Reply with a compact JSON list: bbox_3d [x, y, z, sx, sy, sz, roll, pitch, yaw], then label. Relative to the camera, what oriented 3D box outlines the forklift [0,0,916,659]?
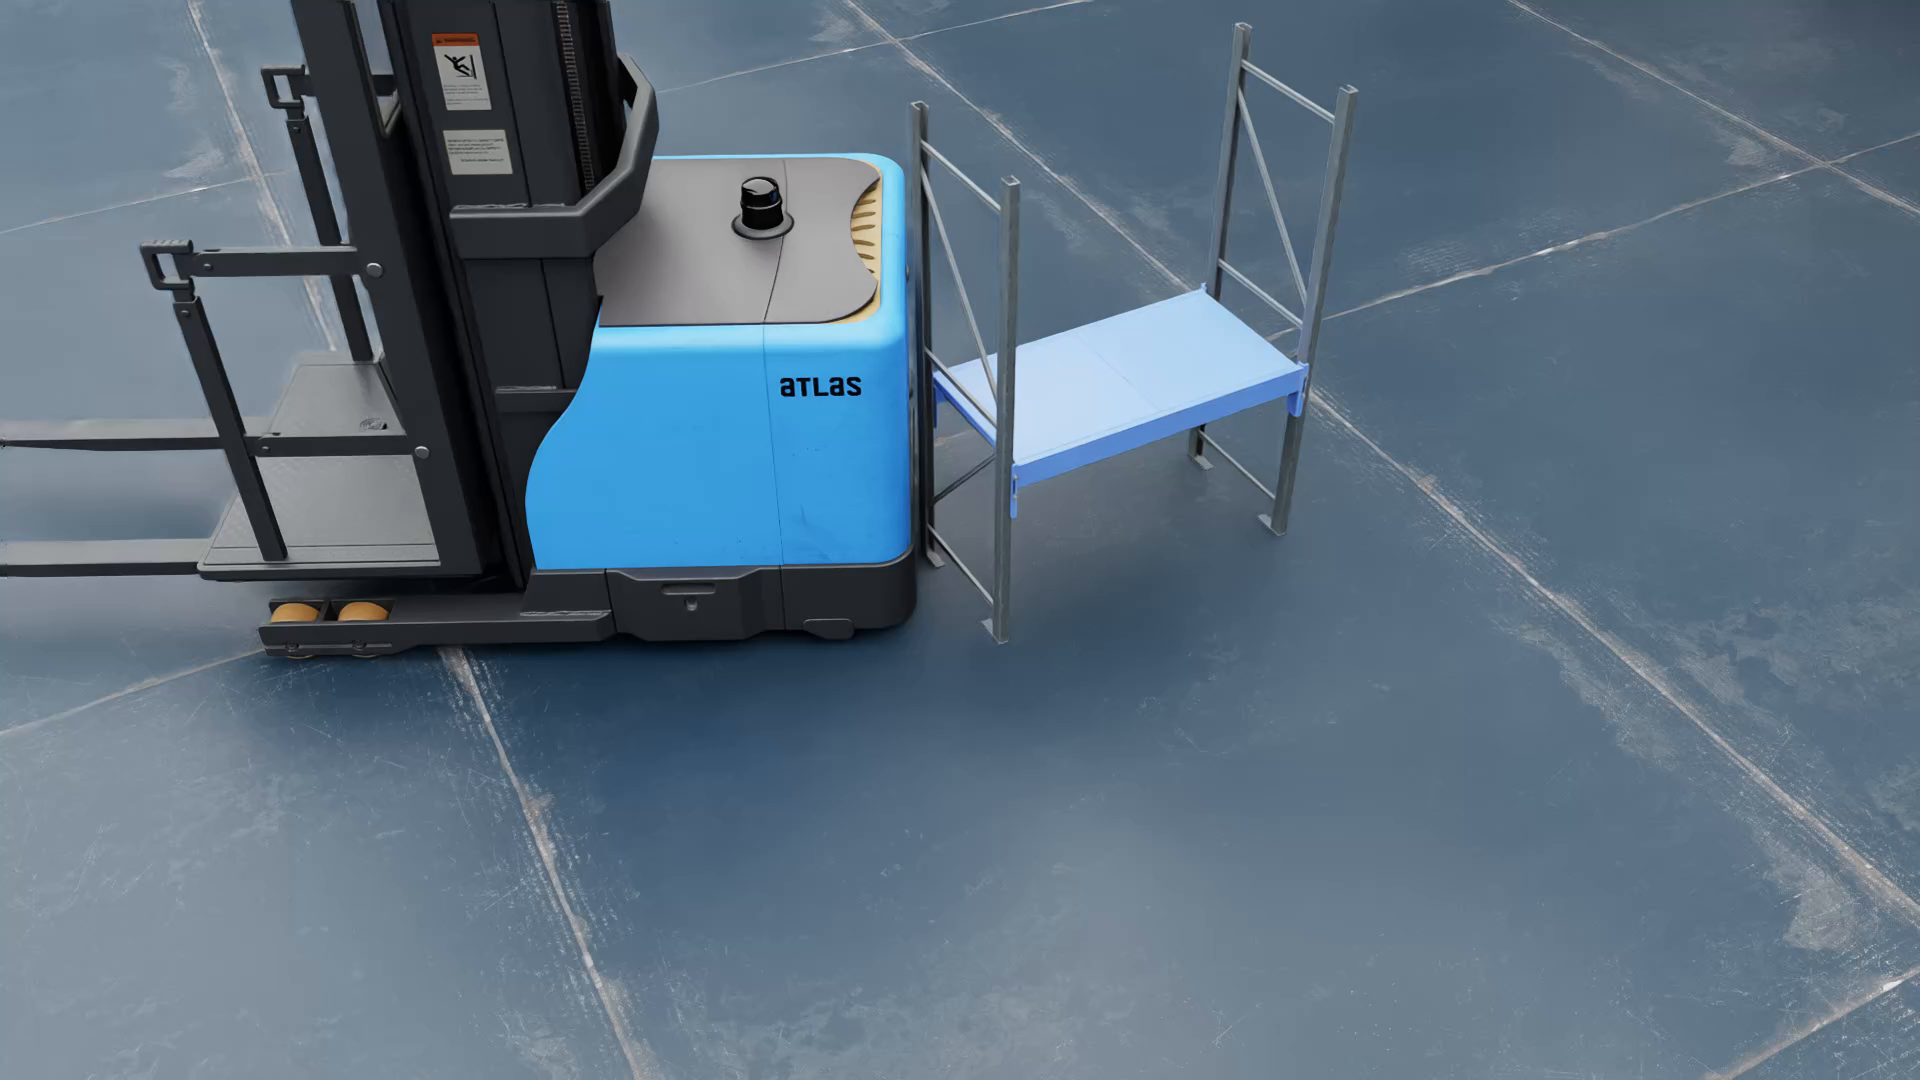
[{"bbox_3d":[-1.656,-1.121,4.305,3.031,2.935,1.130,-1,40,-1],"label":"forklift"}]

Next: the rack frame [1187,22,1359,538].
[{"bbox_3d":[0.898,-0.726,4.947,0.032,1.500,0.500,-20,44,-22],"label":"rack frame"}]

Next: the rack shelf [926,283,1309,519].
[{"bbox_3d":[0.454,-0.429,4.875,1.000,0.185,0.538,-20,44,-22],"label":"rack shelf"}]

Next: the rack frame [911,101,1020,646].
[{"bbox_3d":[0.009,-0.407,4.570,0.032,1.500,0.500,-20,44,-22],"label":"rack frame"}]

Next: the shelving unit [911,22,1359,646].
[{"bbox_3d":[0.454,-0.567,4.758,1.048,1.500,0.538,-20,44,-22],"label":"shelving unit"}]
